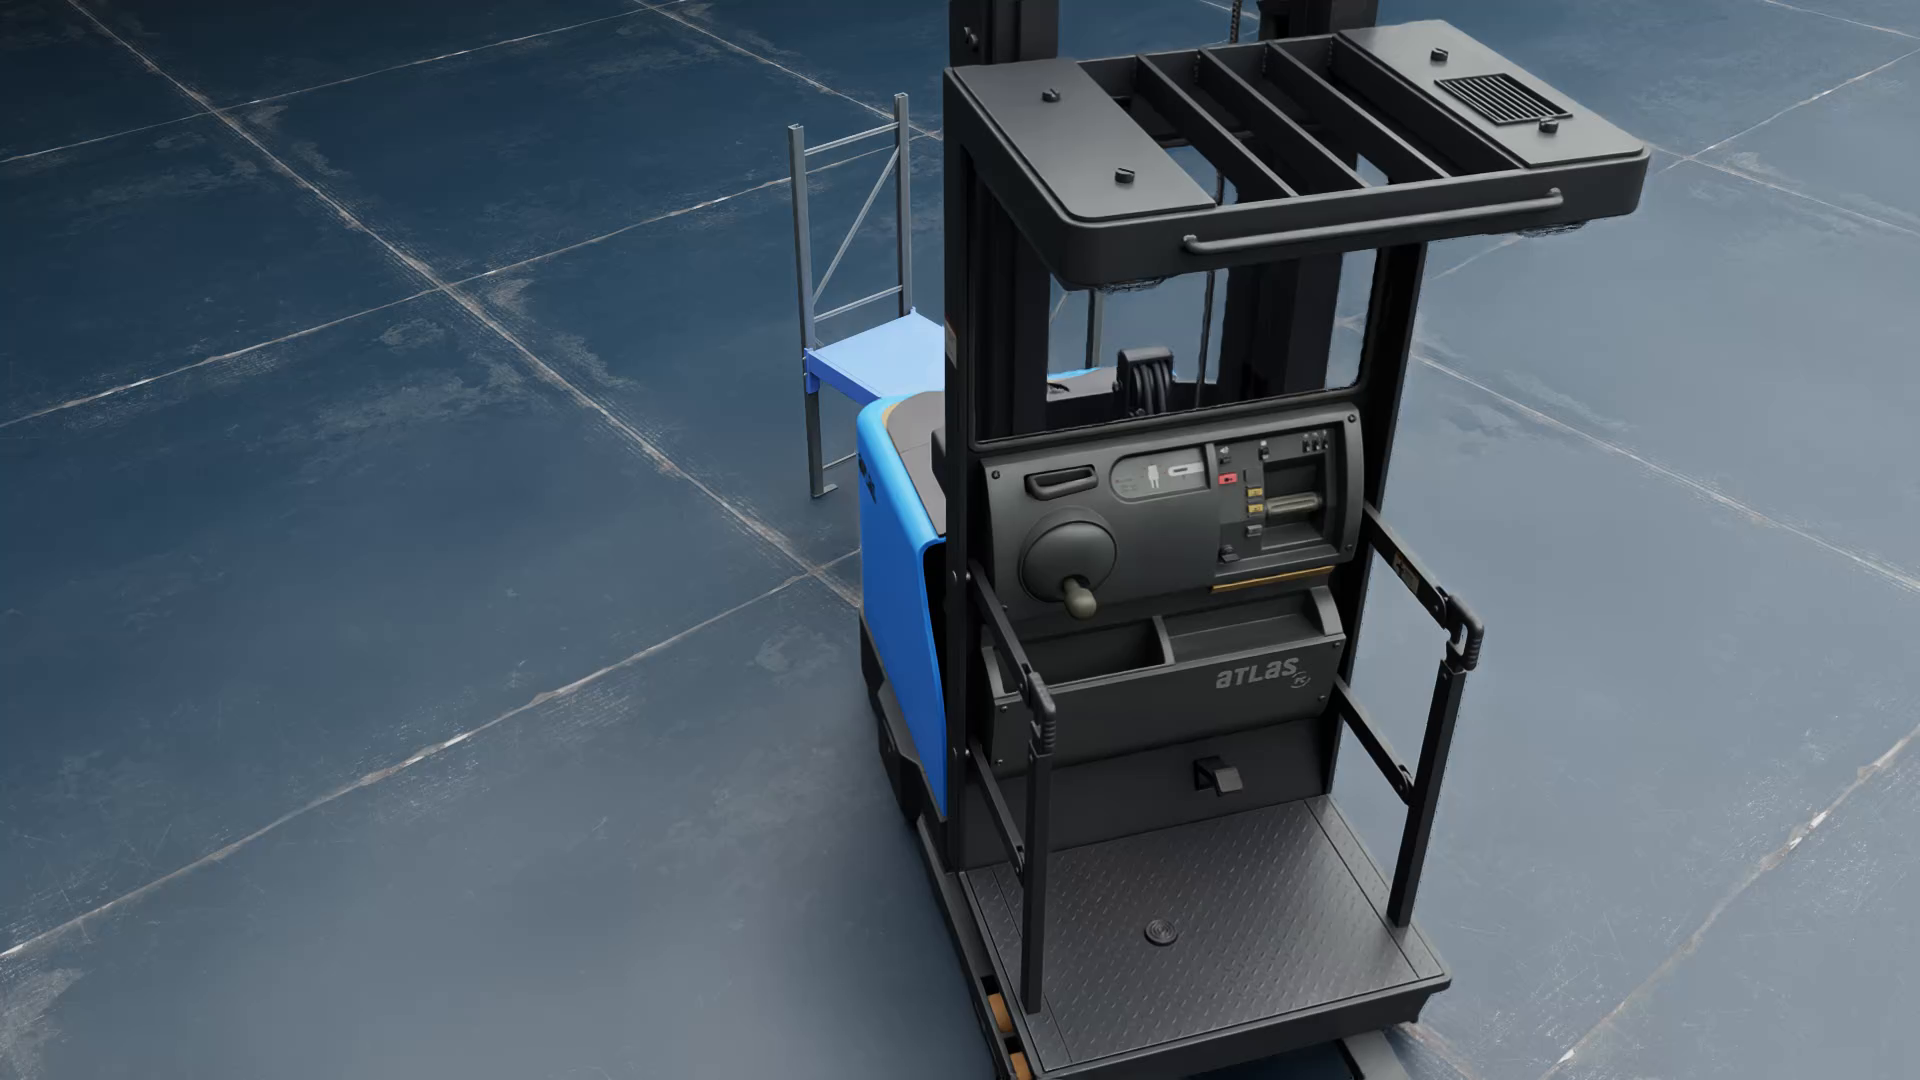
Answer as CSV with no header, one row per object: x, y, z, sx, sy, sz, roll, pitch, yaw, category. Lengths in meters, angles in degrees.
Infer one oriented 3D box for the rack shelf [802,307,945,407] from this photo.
-0.055,-0.503,5.974,0.538,0.185,1.000,-26,43,-32,rack shelf

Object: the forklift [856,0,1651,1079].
0.571,0.000,3.714,1.130,2.935,3.031,-9,36,-13,forklift

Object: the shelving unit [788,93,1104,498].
-0.055,-0.650,5.870,0.538,1.500,1.048,-26,43,-32,shelving unit

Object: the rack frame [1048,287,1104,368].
0.273,-0.425,5.553,0.500,1.500,0.032,-26,43,-32,rack frame

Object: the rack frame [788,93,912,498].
-0.383,-0.874,6.187,0.500,1.500,0.032,-26,43,-32,rack frame
